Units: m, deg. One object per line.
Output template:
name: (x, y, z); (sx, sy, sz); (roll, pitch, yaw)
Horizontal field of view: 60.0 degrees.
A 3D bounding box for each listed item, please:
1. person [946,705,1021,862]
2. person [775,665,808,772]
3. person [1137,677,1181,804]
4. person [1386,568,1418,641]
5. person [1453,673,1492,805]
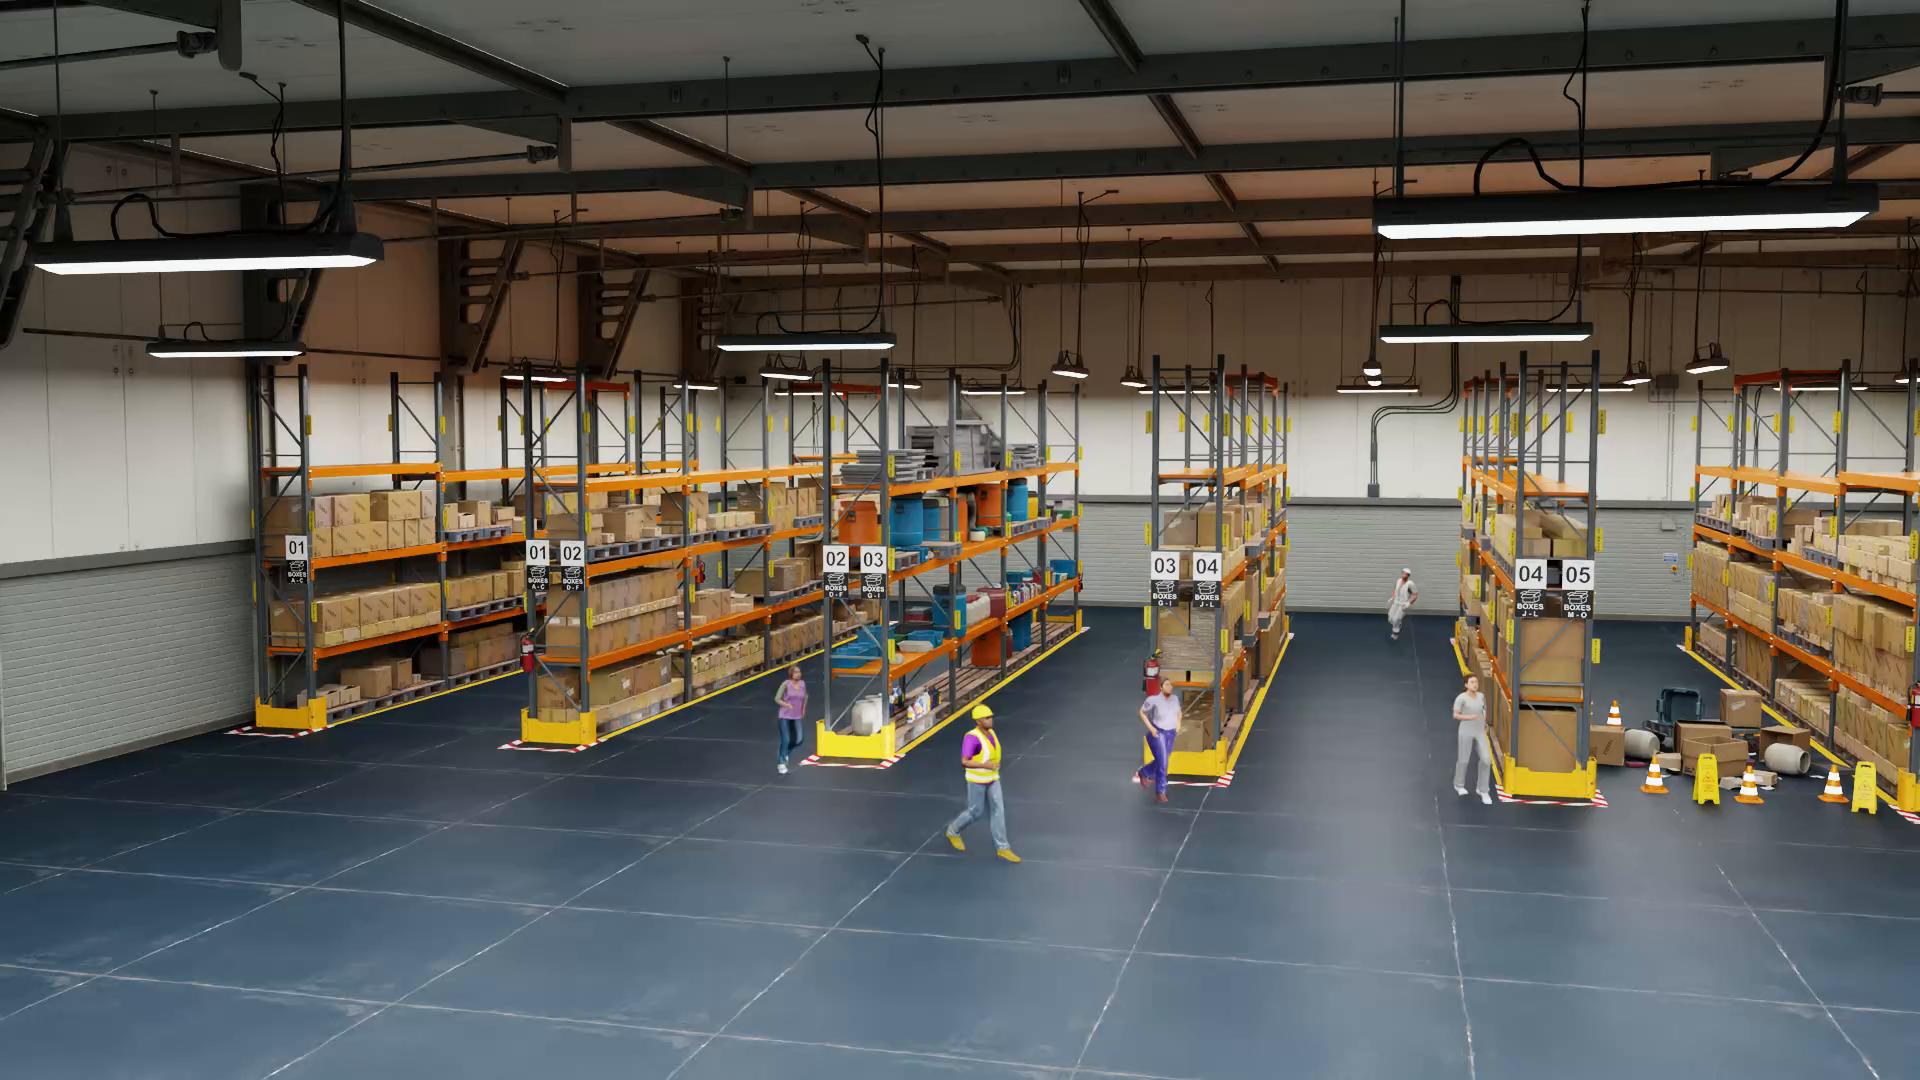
person: (0.249, 2.776, 19.116); (0.988, 1.766, 0.699); (3, 5, 39)
person: (-2.393, 2.577, 23.991); (0.552, 1.549, 0.555); (-2, 4, -27)
person: (2.690, 2.662, 22.343); (0.613, 1.661, 0.771); (-2, 5, -31)
person: (10.241, 1.498, 38.452); (0.563, 1.706, 0.709); (-3, 5, -41)
person: (6.830, 2.634, 22.199); (0.580, 1.719, 0.712); (-1, 4, -10)
